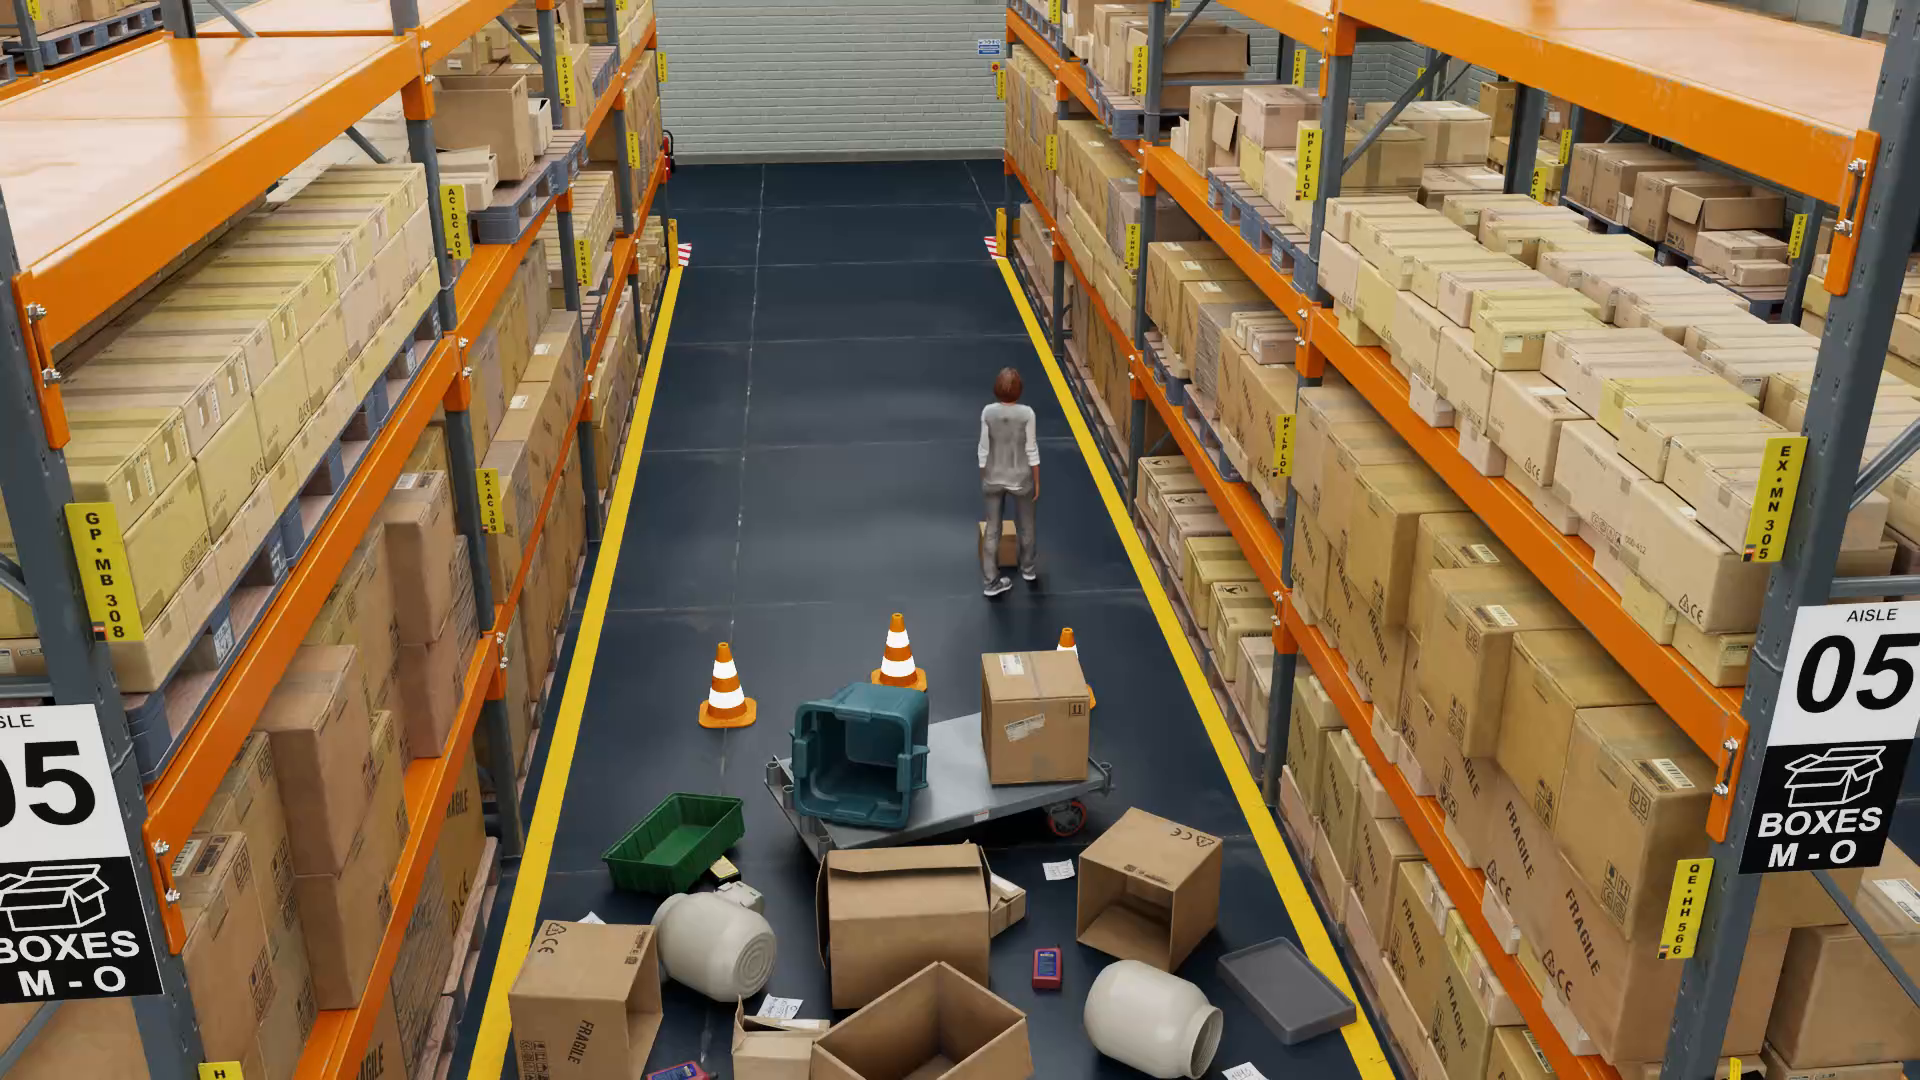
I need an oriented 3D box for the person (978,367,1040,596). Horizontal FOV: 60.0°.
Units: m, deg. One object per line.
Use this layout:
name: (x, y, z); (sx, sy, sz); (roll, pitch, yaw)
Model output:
person: (0.342, -0.378, 11.277); (0.425, 1.489, 0.574); (3, 24, 7)
